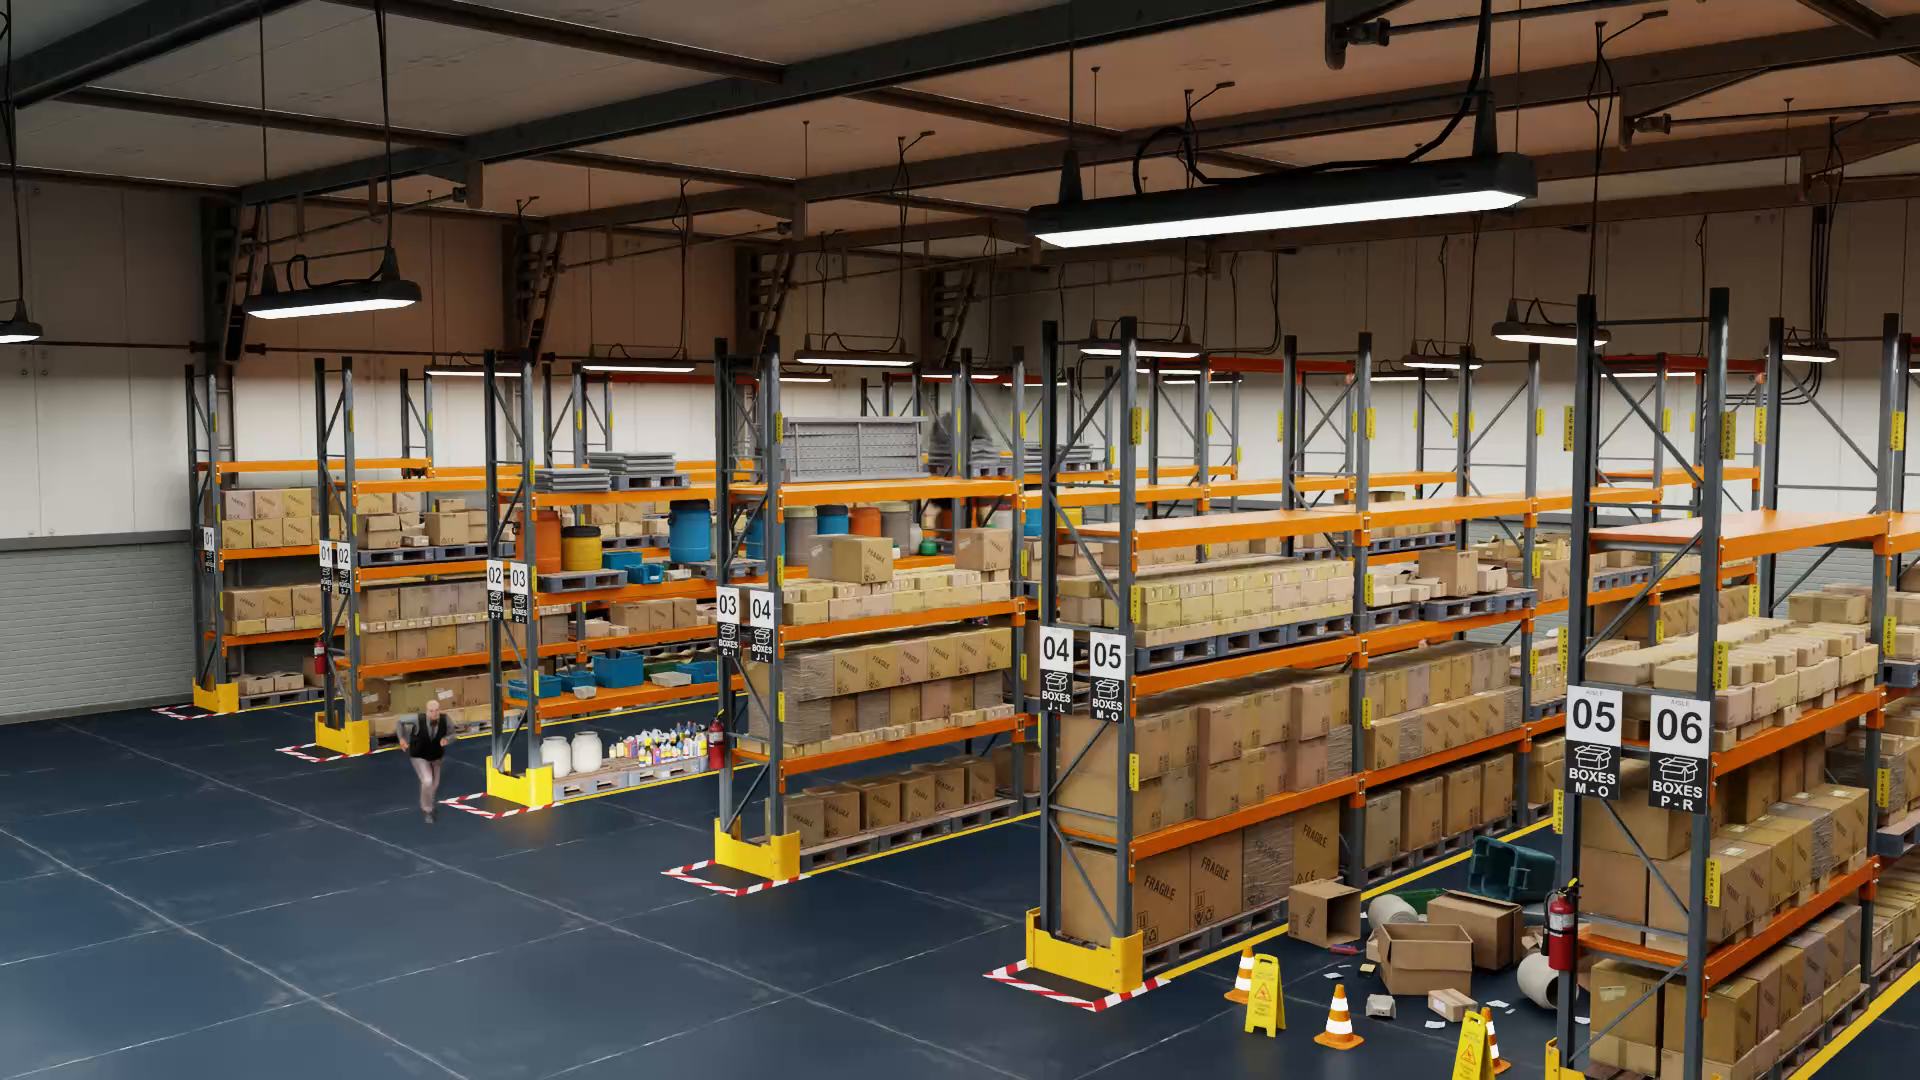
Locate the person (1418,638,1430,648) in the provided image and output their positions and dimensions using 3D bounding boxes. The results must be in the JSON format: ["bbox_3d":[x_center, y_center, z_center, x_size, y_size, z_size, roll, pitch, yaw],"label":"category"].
[{"bbox_3d":[7.379,2.347,26.415,0.575,1.625,0.616,3,5,30],"label":"person"}]

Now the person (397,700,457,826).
[{"bbox_3d":[-6.713,2.786,20.927,0.694,1.632,0.981,-3,5,-30],"label":"person"}]

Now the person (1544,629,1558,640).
[{"bbox_3d":[9.719,2.275,26.839,0.875,1.722,0.654,-4,6,-40],"label":"person"}]
